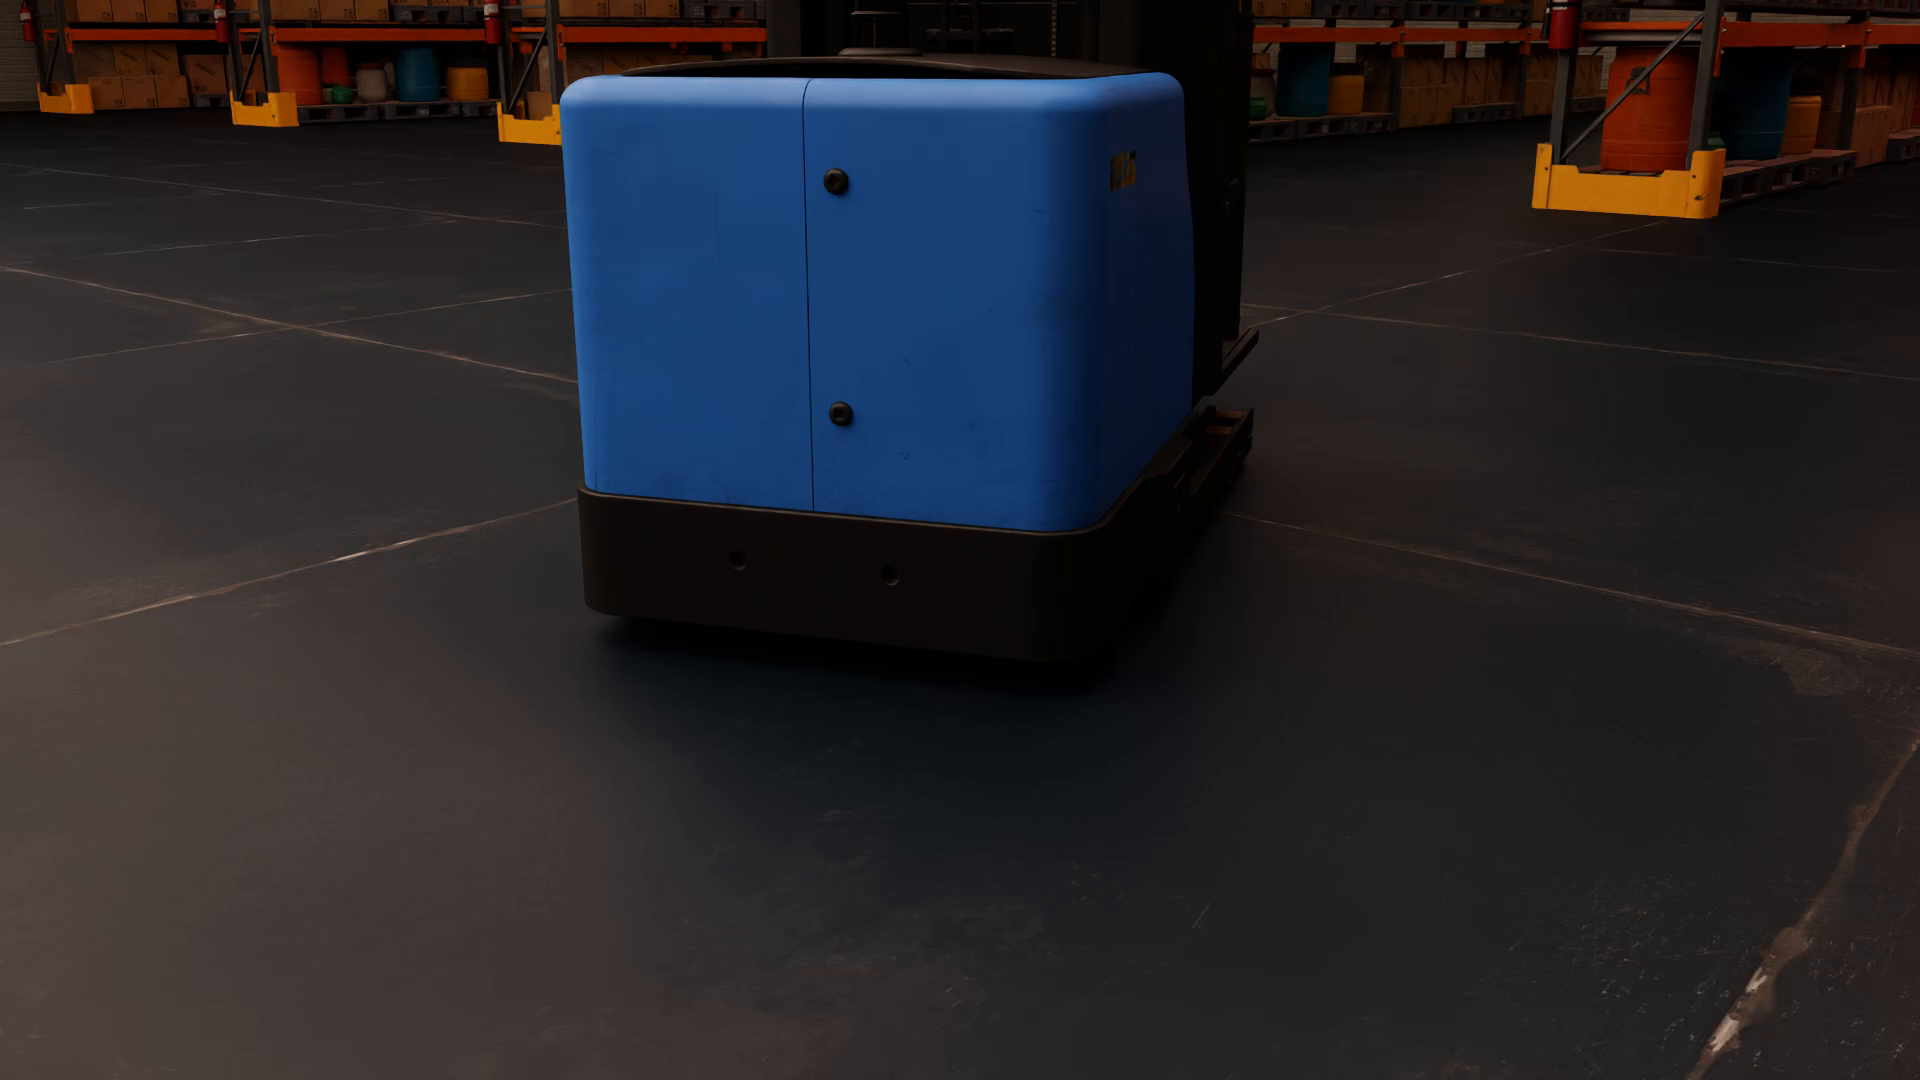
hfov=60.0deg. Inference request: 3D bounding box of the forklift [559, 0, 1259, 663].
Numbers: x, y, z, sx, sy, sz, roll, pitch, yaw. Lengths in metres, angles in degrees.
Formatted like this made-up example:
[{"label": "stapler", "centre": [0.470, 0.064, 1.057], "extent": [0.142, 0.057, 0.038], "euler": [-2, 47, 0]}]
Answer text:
[{"label": "forklift", "centre": [0.182, -1.571, 4.072], "extent": [1.130, 2.935, 3.031], "euler": [5, 18, 17]}]
